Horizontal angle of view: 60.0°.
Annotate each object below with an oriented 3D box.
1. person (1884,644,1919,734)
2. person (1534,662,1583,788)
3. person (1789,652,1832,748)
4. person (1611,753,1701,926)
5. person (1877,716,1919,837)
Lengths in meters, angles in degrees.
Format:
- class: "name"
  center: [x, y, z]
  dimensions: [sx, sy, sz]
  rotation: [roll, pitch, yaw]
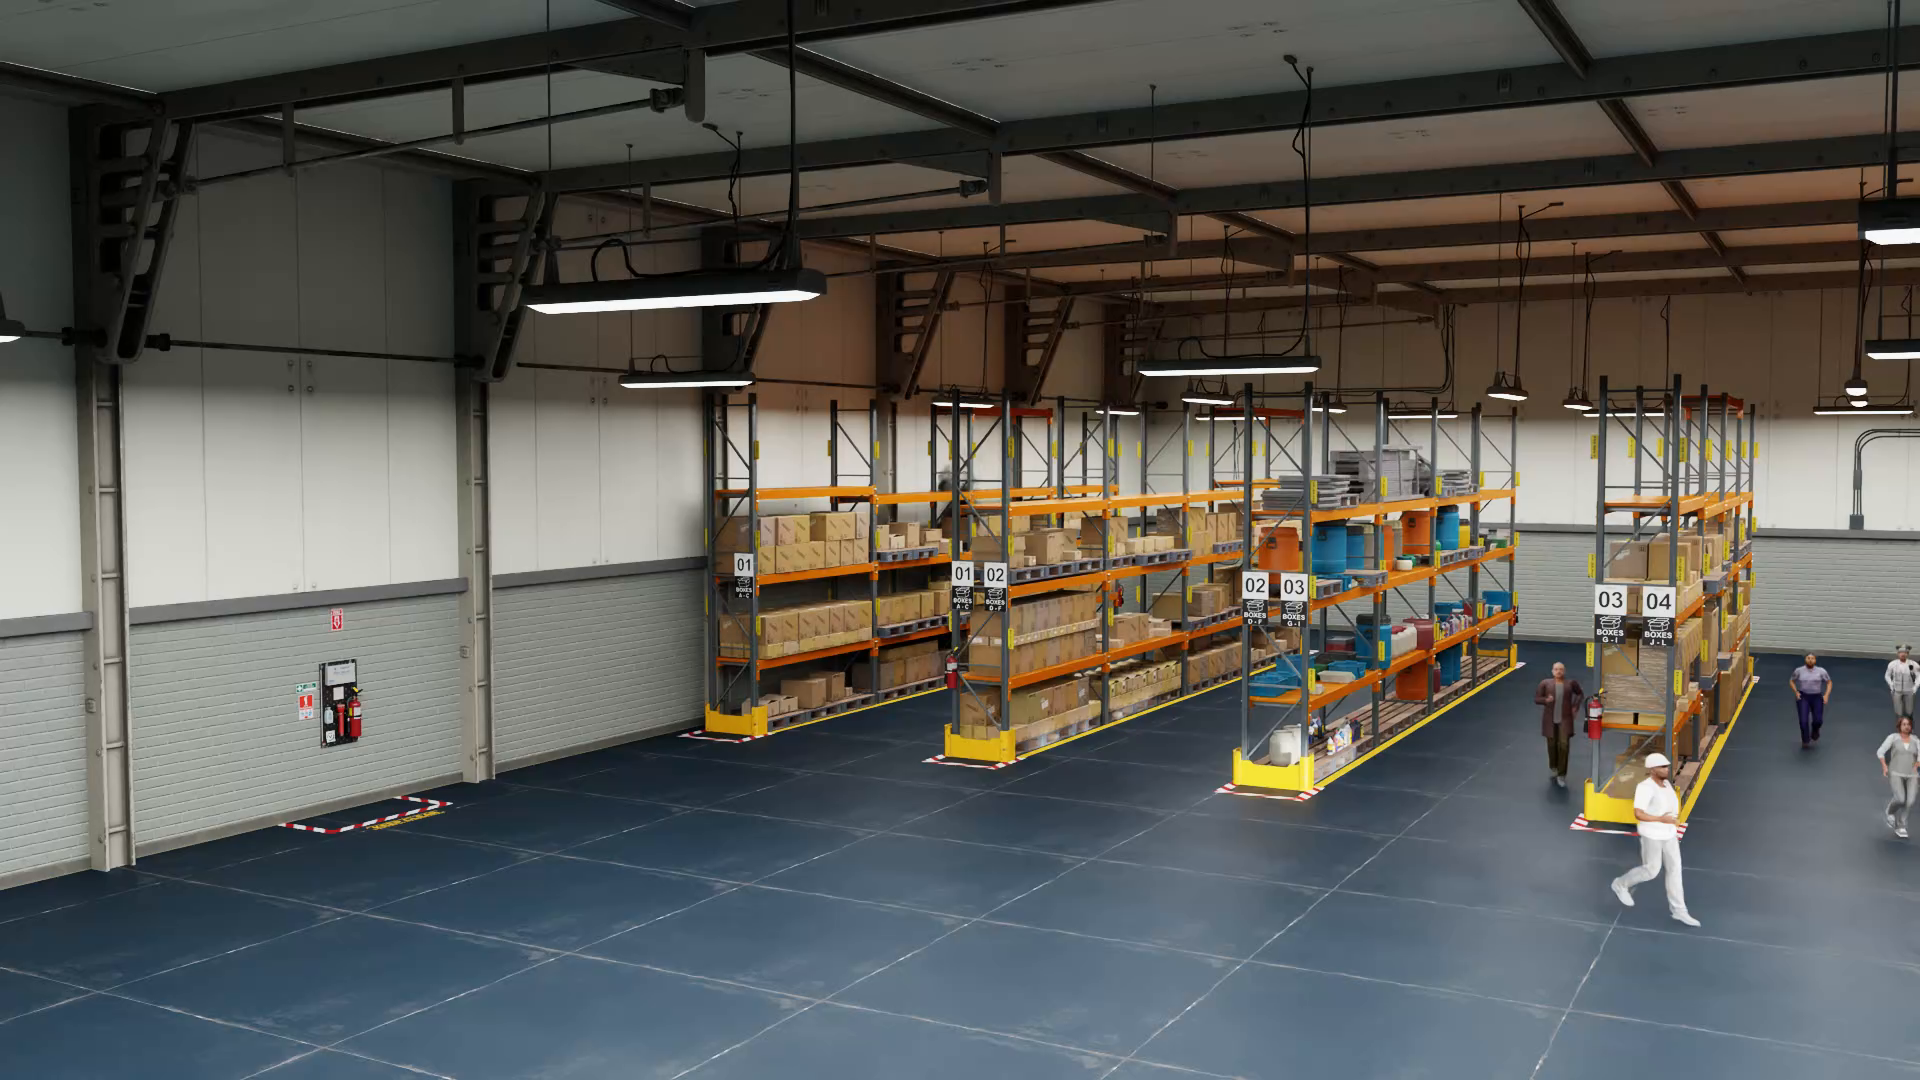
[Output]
- class: "person"
  center: [16.305, 2.620, 28.738]
  dimensions: [0.592, 1.651, 0.519]
  rotation: [2, 4, 32]
- class: "person"
  center: [8.989, 2.750, 25.000]
  dimensions: [0.685, 1.831, 0.831]
  rotation: [1, 3, 23]
- class: "person"
  center: [14.322, 2.685, 28.019]
  dimensions: [0.653, 1.593, 0.564]
  rotation: [1, 3, 25]
- class: "person"
  center: [7.405, 3.145, 17.677]
  dimensions: [0.701, 1.765, 0.972]
  rotation: [-2, 4, -34]
- class: "person"
  center: [12.190, 3.062, 21.495]
  dimensions: [0.526, 1.548, 0.508]
  rotation: [1, 3, 15]
